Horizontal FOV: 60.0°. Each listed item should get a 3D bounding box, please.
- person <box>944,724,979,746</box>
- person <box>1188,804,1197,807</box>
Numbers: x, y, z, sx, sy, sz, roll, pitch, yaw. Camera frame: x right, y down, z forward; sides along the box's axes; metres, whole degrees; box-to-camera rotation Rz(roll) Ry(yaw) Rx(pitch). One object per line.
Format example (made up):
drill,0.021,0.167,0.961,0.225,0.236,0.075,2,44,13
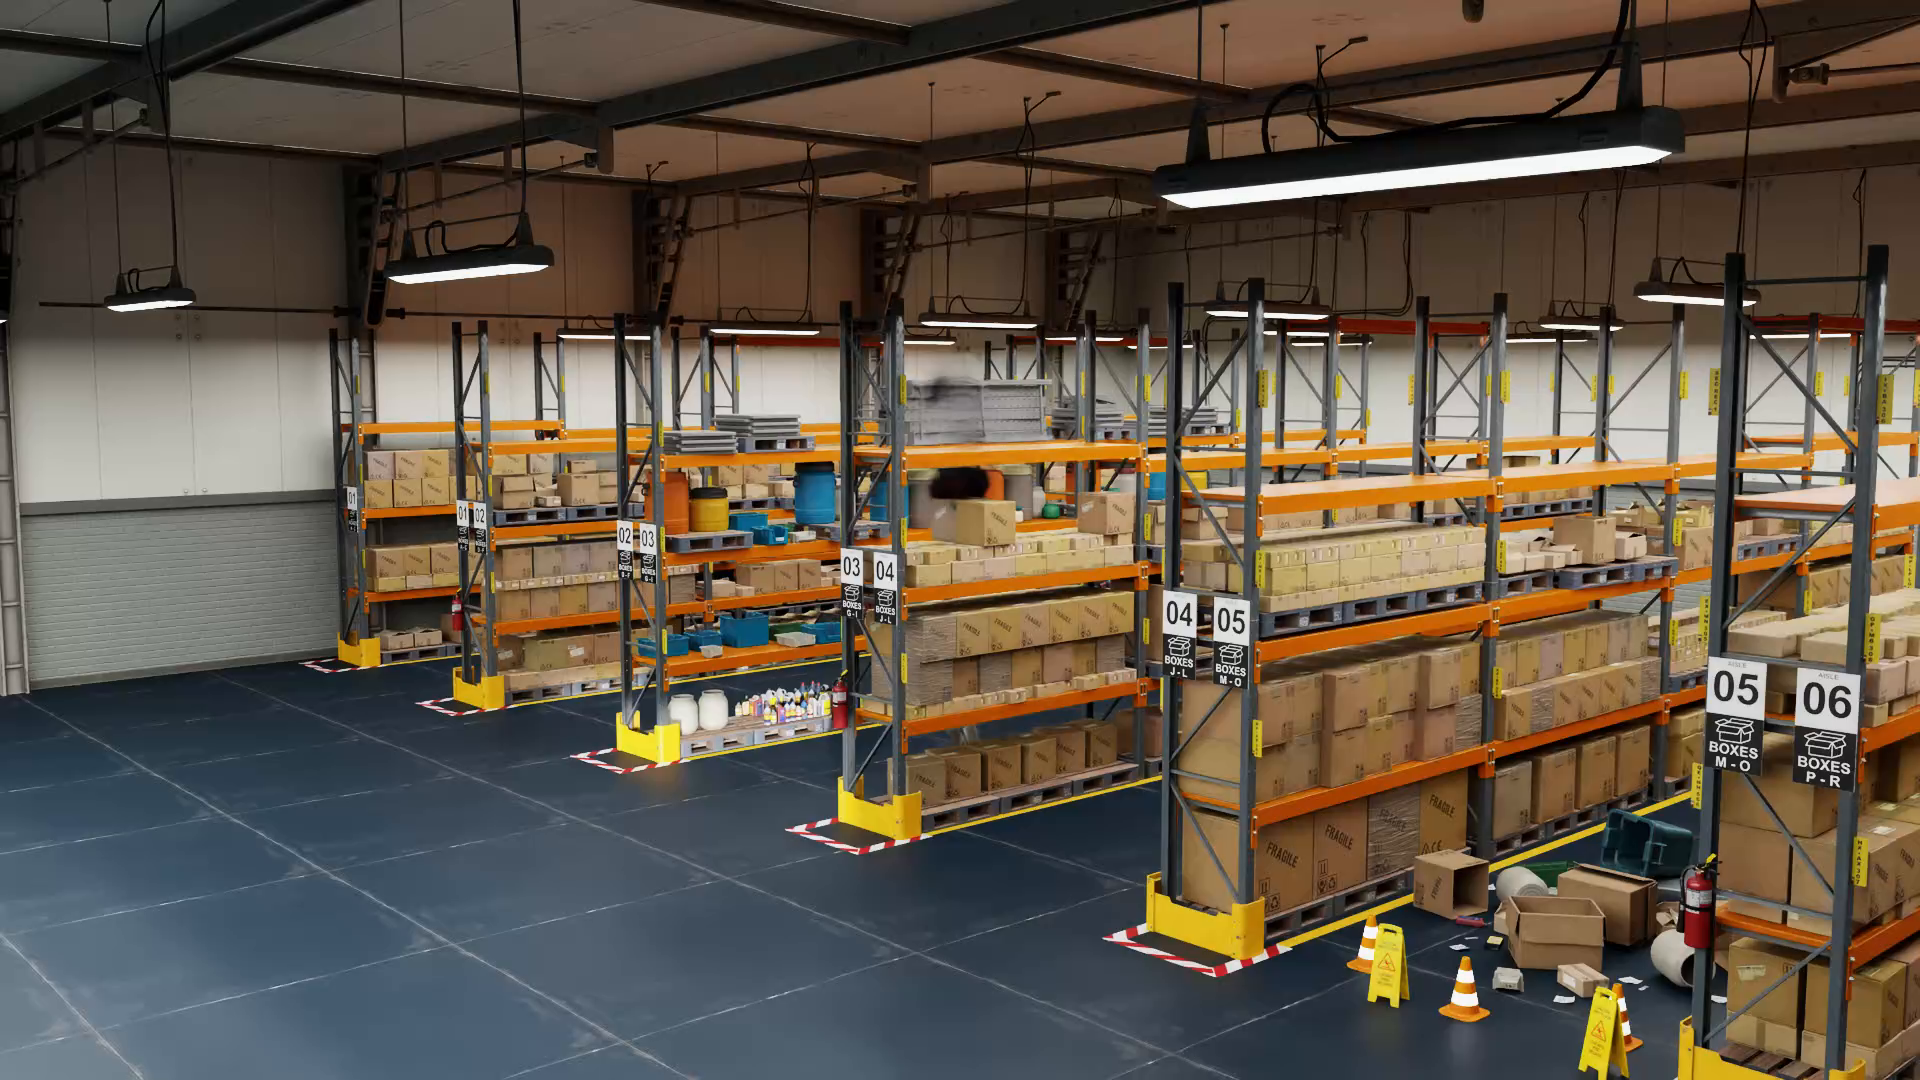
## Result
person,0.033,2.163,22.235,0.630,1.646,0.581,-6,8,-44
person,2.702,2.560,18.038,0.585,1.681,0.661,-5,7,-39
